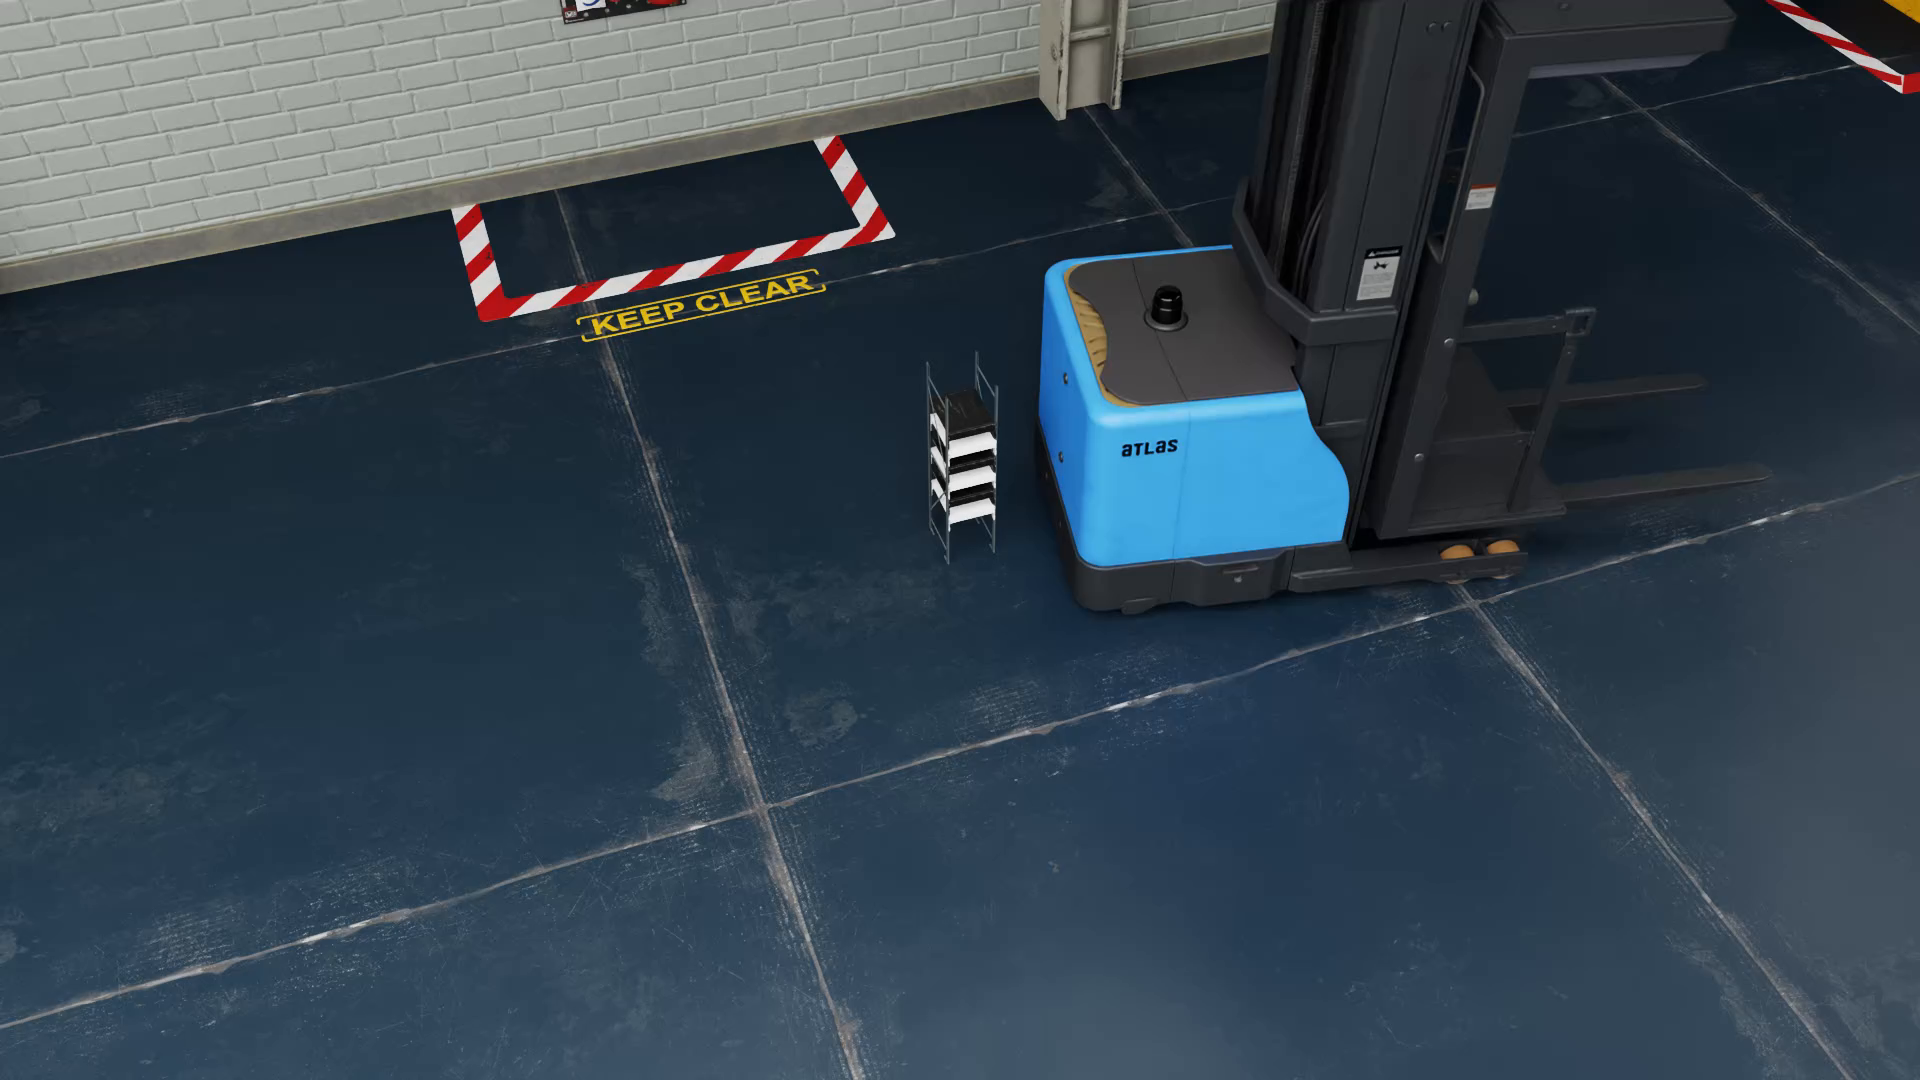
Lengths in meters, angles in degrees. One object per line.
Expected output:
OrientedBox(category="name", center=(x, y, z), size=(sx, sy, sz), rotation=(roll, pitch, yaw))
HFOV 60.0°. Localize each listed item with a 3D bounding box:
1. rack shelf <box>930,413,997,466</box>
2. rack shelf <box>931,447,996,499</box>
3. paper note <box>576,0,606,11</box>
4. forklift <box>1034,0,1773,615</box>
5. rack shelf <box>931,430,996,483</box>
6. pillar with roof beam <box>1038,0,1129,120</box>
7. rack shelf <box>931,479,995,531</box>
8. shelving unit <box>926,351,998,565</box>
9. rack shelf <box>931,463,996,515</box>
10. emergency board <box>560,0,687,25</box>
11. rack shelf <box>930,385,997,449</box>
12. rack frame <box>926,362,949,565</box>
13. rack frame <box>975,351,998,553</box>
OrientedBox(category="rack shelf", center=(0.008, -0.423, 6.639), size=(0.200, 0.077, 0.258), rotation=(-14, 47, -14))
OrientedBox(category="rack shelf", center=(0.008, -0.296, 6.766), size=(0.200, 0.077, 0.258), rotation=(-14, 47, -14))
OrientedBox(category="paper note", center=(-1.843, -2.712, 8.266), size=(0.142, 0.148, 0.016), rotation=(-14, 47, -14))
OrientedBox(category="forklift", center=(1.888, -1.219, 6.205), size=(3.031, 2.935, 1.130), rotation=(-6, 45, -6))
OrientedBox(category="rack shelf", center=(0.008, -0.360, 6.702), size=(0.200, 0.077, 0.258), rotation=(-14, 47, -14))
OrientedBox(category="pillar with roof beam", center=(2.146, -2.838, 3.535), size=(0.400, 9.000, 9.100), rotation=(-14, 47, -14))
OrientedBox(category="rack shelf", center=(0.008, -0.169, 6.894), size=(0.200, 0.077, 0.258), rotation=(-14, 47, -14))
OrientedBox(category="shelving unit", center=(0.008, -0.320, 6.743), size=(0.210, 0.900, 0.258), rotation=(-14, 47, -14))
OrientedBox(category="rack shelf", center=(0.008, -0.233, 6.830), size=(0.200, 0.077, 0.258), rotation=(-14, 47, -14))
OrientedBox(category="emergency board", center=(-1.653, -3.019, 7.951), size=(0.643, 1.169, 0.194), rotation=(-14, 47, -14))
OrientedBox(category="rack shelf", center=(0.008, -0.487, 6.575), size=(0.200, 0.077, 0.258), rotation=(-14, 47, -14))
OrientedBox(category="rack frame", center=(-0.088, -0.295, 6.718), size=(0.006, 0.900, 0.240), rotation=(-14, 47, -14))
OrientedBox(category="rack frame", center=(0.103, -0.344, 6.767), size=(0.006, 0.900, 0.240), rotation=(-14, 47, -14))
